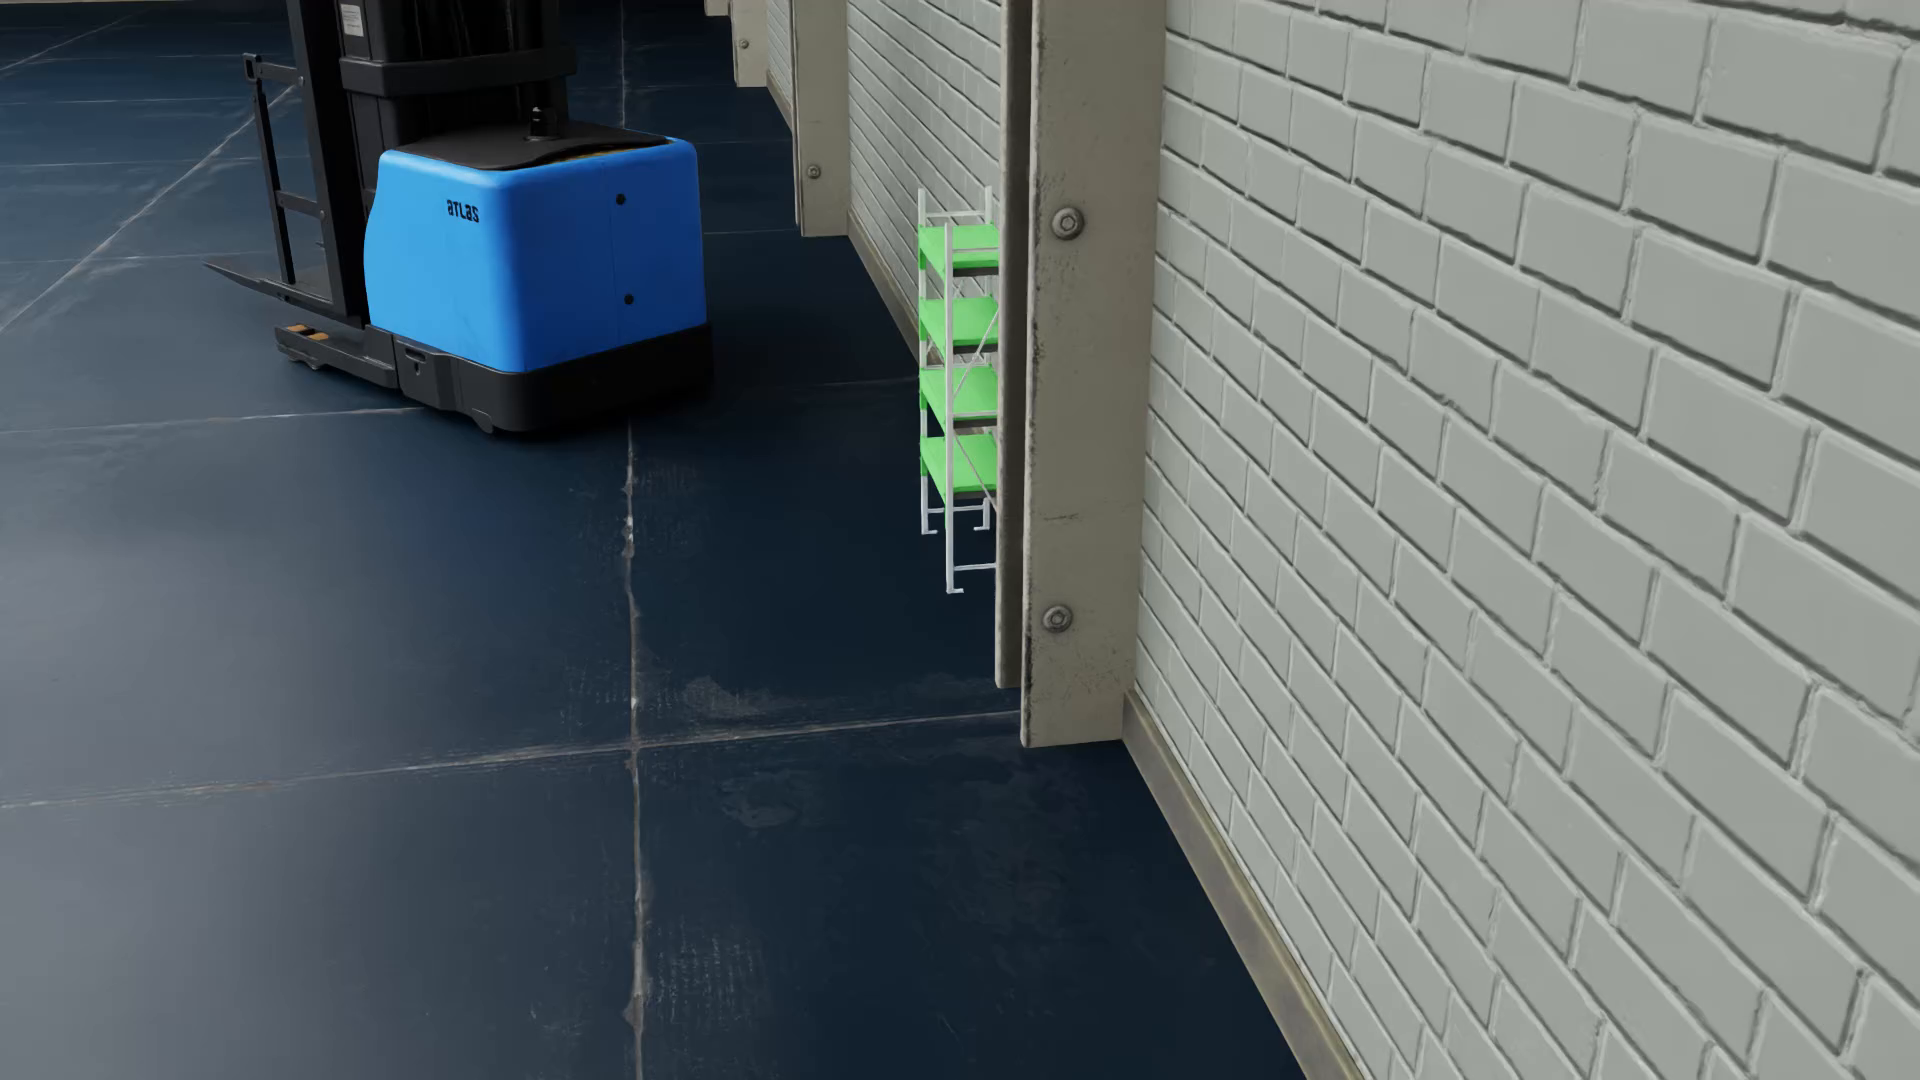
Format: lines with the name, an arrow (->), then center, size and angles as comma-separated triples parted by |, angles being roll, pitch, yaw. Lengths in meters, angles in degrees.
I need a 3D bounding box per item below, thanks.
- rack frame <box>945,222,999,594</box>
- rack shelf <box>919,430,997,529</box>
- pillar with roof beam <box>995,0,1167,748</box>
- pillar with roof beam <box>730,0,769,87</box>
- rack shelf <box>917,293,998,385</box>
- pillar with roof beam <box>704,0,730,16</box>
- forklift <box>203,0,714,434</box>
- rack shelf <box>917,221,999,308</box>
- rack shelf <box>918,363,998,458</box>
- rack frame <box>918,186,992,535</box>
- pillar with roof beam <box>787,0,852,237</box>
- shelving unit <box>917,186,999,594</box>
rack frame -> 0.076, -0.389, 5.141 | 0.240, 1.200, 0.015 | -4, 24, -10
rack shelf -> 0.031, -0.206, 5.482 | 0.258, 0.148, 0.480 | -4, 24, -10
pillar with roof beam -> -3.943, -3.335, 2.143 | 9.100, 9.000, 0.400 | -4, 24, -10
pillar with roof beam -> -6.162, -8.055, 12.950 | 9.100, 9.000, 0.400 | -4, 24, -10
rack shelf -> 0.031, -0.646, 5.290 | 0.258, 0.148, 0.480 | -4, 24, -10
pillar with roof beam -> -7.271, -10.415, 18.354 | 9.100, 9.000, 0.400 | -4, 24, -10
forklift -> -2.496, -2.247, 7.233 | 3.031, 2.935, 1.130 | 20, 30, 38
rack shelf -> 0.031, -0.866, 5.194 | 0.258, 0.148, 0.480 | -4, 24, -10
rack shelf -> 0.031, -0.426, 5.386 | 0.258, 0.148, 0.480 | -4, 24, -10
rack frame -> -0.015, -0.581, 5.581 | 0.240, 1.200, 0.015 | -4, 24, -10
pillar with roof beam -> -5.052, -5.695, 7.547 | 9.100, 9.000, 0.400 | -4, 24, -10
shelving unit -> 0.031, -0.485, 5.361 | 0.258, 1.200, 0.503 | -4, 24, -10
